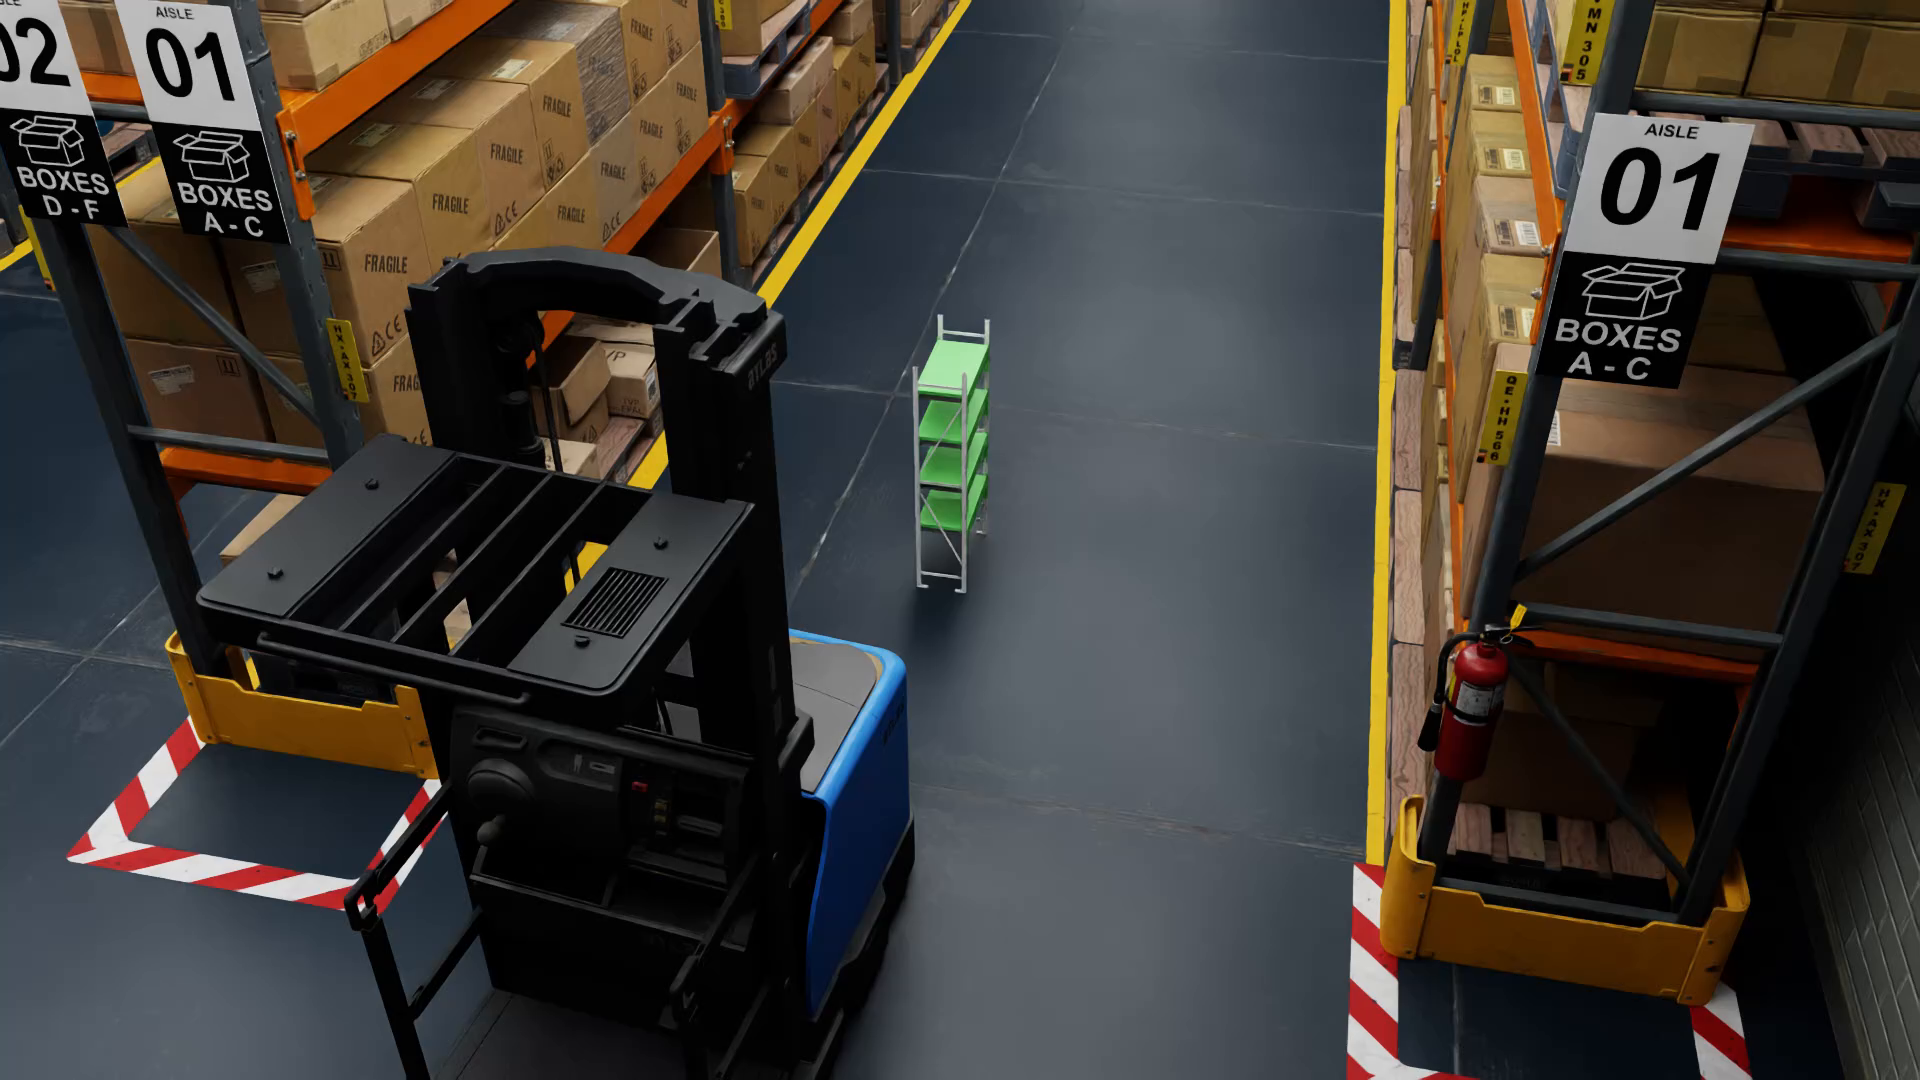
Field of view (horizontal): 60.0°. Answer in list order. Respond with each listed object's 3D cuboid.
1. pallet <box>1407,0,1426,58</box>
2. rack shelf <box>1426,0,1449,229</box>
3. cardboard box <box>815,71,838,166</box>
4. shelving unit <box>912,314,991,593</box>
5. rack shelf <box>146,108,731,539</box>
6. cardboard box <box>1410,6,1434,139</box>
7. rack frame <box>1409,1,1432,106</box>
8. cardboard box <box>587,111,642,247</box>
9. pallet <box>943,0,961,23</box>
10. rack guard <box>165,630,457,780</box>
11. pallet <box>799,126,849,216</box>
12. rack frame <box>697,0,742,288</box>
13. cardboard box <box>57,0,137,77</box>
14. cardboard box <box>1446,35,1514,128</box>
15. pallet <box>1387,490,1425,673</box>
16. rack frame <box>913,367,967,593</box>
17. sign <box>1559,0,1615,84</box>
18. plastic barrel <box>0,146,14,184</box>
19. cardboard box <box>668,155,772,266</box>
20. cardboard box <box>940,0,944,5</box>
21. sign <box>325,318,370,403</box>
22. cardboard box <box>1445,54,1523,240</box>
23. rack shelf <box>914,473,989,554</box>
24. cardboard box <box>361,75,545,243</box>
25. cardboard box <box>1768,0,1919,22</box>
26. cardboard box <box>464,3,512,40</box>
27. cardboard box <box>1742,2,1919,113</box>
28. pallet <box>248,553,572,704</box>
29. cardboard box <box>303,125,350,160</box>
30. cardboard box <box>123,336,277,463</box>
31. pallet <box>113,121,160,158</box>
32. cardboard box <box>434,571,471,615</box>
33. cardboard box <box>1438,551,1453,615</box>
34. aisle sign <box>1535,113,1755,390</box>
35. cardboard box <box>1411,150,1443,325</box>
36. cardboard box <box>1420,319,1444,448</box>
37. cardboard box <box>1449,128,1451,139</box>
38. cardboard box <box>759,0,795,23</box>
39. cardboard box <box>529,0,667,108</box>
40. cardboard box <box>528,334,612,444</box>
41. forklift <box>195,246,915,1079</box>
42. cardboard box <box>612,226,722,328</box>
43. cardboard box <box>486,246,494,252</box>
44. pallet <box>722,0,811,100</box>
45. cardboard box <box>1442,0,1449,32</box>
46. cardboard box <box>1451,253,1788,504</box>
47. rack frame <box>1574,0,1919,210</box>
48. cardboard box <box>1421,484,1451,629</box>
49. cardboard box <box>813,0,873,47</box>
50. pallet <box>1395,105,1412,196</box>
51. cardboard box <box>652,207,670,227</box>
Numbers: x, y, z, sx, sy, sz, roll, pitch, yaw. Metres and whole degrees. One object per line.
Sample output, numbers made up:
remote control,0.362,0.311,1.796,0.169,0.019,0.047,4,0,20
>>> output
pallet,4.303,-4.327,14.040,1.003,0.211,1.213,7,37,10
rack shelf,3.445,-2.873,10.271,1.077,0.370,4.000,7,37,10
cardboard box,-1.155,-2.932,11.494,0.500,0.500,0.500,6,36,8
shelving unit,-0.035,-0.391,7.767,0.258,1.200,0.503,7,37,10
rack shelf,-2.250,-1.199,7.961,1.077,0.370,4.000,7,37,10
cardboard box,3.587,-3.205,11.591,0.750,0.750,0.750,7,36,9
rack frame,3.872,-4.311,11.642,1.000,3.000,0.127,7,37,10
cardboard box,-1.895,-1.768,8.048,0.500,0.500,0.500,8,37,11
pallet,-0.491,-4.965,14.921,1.003,0.211,1.213,7,37,10
rack guard,-2.661,0.625,6.961,1.175,0.500,0.348,7,37,10
pallet,-1.427,-2.680,11.768,1.003,0.211,1.213,7,37,10
rack frame,-1.822,-2.637,9.332,1.000,3.000,0.127,7,37,10
cardboard box,-2.825,-1.825,5.783,0.500,0.250,0.500,7,37,10
cardboard box,2.870,-2.483,8.764,0.500,0.500,0.500,7,36,9
pallet,2.520,0.239,7.740,1.003,0.211,1.213,7,37,10
rack frame,-0.087,-0.251,7.574,0.240,1.200,0.015,7,37,10
sign,1.636,-1.342,4.302,0.100,0.325,0.005,7,37,10
plastic barrel,-6.528,-2.890,11.111,0.600,0.901,0.708,7,37,10
cardboard box,-1.481,-2.049,10.277,0.500,0.500,0.500,6,36,8
cardboard box,-0.358,-4.837,14.353,0.500,0.250,0.500,6,36,9
sign,-2.147,-0.626,5.820,0.100,0.325,0.005,7,37,10
cardboard box,2.886,-1.830,7.964,0.980,0.700,0.700,8,37,11
rack shelf,-0.035,-0.145,7.945,0.258,0.148,0.480,7,37,10
cardboard box,-2.108,-1.597,6.960,0.500,0.500,0.500,8,37,11
cardboard box,2.555,-1.781,4.641,0.500,0.500,0.500,6,36,8
cardboard box,-2.418,-2.257,7.870,0.500,0.500,0.500,6,36,9
cardboard box,2.559,-1.477,4.860,0.500,0.250,0.500,9,37,12
pallet,-2.491,0.285,7.677,1.003,0.211,1.213,7,37,10
cardboard box,-2.743,-1.368,6.644,0.500,0.500,0.500,8,37,11
cardboard box,-2.847,-0.675,6.540,0.500,0.500,0.500,8,37,11
pallet,-6.197,-3.269,12.581,1.003,0.211,1.213,7,37,10
cardboard box,-2.198,0.285,7.340,0.380,0.166,0.250,7,37,10
cardboard box,2.118,0.198,6.640,0.380,0.149,0.250,8,37,11
aisle sign,1.855,-0.774,4.546,0.394,0.787,0.004,7,37,10
cardboard box,3.030,-1.706,9.522,0.750,0.750,0.750,8,37,11
cardboard box,2.758,-0.760,8.515,0.700,0.500,0.500,8,37,11
cardboard box,2.813,-2.153,8.862,0.380,0.149,0.250,8,37,10
cardboard box,-1.418,-3.493,10.070,0.700,0.500,0.500,13,38,17
cardboard box,-1.784,-2.465,8.159,0.500,0.500,0.500,7,36,9
cardboard box,-2.219,-0.726,8.448,0.797,0.503,0.637,7,37,10
forklift,-1.117,0.813,4.631,1.130,2.935,3.031,11,37,15
cardboard box,-1.667,-1.440,9.436,0.500,0.500,0.500,7,37,10
cardboard box,-2.219,-0.902,6.853,0.500,0.500,0.500,7,37,10
pallet,-1.545,-3.003,10.001,1.003,0.211,1.213,7,37,10
cardboard box,3.187,-3.351,9.961,0.500,0.500,0.500,8,37,11
cardboard box,2.407,-0.558,6.208,0.980,0.700,0.700,7,37,10
rack frame,2.163,-2.154,3.553,1.000,3.000,0.127,7,37,10
cardboard box,2.429,0.128,7.289,0.700,0.500,0.500,6,36,8
cardboard box,-0.946,-3.801,12.055,0.500,0.250,0.500,9,37,12
pallet,3.630,-2.739,11.850,1.003,0.211,1.213,7,37,10
cardboard box,-1.997,-2.121,10.376,0.500,0.500,0.500,7,37,10
